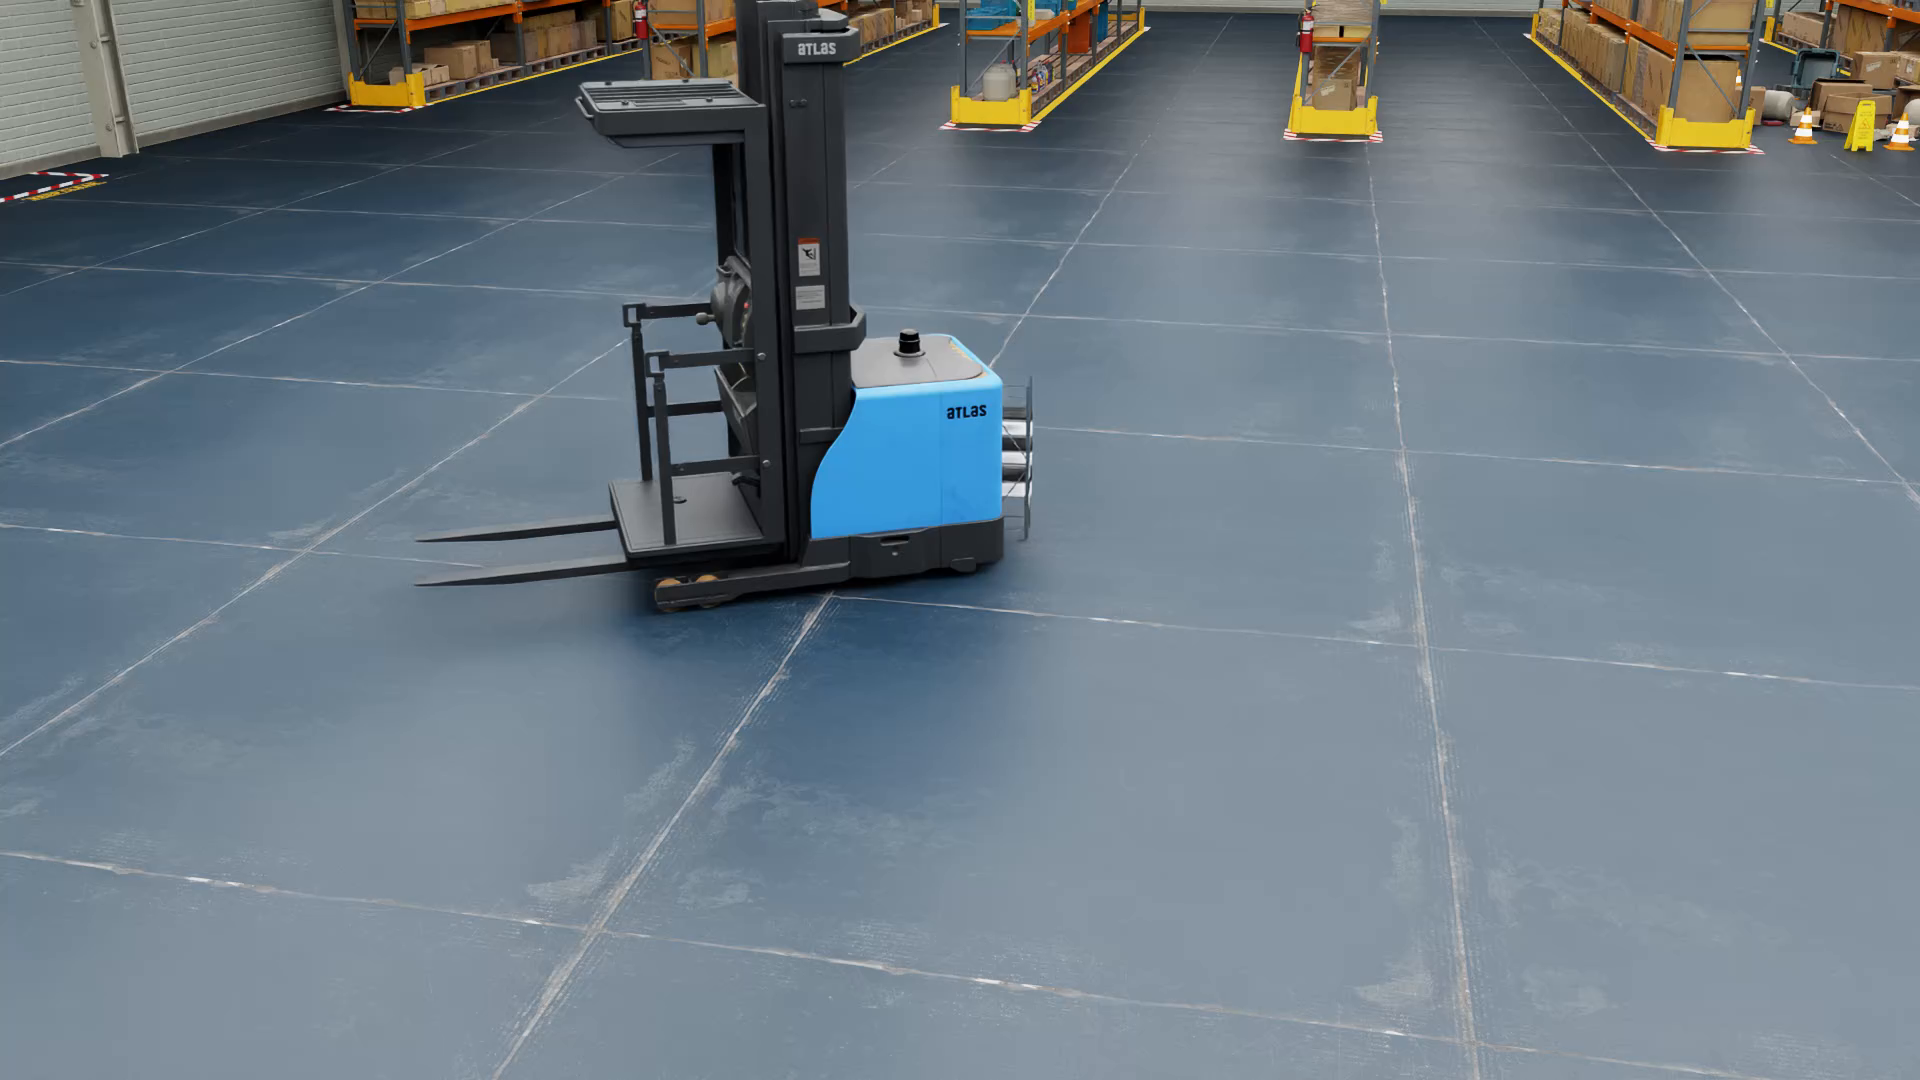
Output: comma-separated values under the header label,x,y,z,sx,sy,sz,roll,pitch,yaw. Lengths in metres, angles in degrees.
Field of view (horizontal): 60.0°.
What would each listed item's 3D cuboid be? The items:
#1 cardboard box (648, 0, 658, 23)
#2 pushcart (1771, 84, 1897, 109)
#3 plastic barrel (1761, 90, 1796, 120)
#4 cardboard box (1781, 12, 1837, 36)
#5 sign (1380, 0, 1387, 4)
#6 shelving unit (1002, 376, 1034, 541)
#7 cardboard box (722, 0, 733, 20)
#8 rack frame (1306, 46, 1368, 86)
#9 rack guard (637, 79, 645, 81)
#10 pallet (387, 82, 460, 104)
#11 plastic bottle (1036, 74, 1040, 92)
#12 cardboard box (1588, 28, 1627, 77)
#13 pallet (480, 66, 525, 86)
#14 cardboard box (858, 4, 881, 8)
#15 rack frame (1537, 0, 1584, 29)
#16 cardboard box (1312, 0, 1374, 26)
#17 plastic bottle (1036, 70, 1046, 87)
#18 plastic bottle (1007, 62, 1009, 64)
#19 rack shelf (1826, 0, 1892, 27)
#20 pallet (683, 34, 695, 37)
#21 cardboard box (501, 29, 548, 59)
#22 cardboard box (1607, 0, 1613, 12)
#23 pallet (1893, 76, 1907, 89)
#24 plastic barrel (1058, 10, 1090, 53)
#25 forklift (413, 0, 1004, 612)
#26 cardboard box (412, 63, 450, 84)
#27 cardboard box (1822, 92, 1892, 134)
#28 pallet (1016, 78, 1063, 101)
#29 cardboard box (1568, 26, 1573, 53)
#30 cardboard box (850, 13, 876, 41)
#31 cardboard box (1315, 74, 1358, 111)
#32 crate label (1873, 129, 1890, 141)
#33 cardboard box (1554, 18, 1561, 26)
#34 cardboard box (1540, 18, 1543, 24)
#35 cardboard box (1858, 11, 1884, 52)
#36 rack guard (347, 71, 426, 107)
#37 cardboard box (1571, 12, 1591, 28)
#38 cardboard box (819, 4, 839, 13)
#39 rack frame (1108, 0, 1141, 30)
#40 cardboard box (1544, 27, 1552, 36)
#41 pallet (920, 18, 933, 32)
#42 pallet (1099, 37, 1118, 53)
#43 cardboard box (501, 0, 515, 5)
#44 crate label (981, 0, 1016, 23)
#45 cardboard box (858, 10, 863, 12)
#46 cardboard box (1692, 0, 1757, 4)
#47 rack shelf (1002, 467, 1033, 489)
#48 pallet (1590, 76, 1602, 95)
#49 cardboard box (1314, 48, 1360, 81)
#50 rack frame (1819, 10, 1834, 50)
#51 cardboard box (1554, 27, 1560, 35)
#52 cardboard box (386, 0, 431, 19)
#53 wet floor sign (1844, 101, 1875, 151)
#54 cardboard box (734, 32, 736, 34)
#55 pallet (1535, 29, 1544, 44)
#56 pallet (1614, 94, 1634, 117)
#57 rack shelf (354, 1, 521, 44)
label,x,y,z,sx,sy,sz,roll,pitch,yaw
cardboard box,-6.940,-11.380,35.911,0.750,0.750,0.750,5,23,13
pushcart,13.618,-6.881,25.934,1.648,0.377,0.936,-3,22,-8
plastic barrel,12.264,-6.555,25.064,0.421,0.421,0.512,-16,27,-35
cardboard box,18.272,-11.088,35.737,0.875,0.438,0.875,4,22,9
sign,5.873,-7.595,23.037,0.100,0.325,0.005,4,22,11
shelving unit,0.274,-0.457,9.284,0.258,0.900,0.210,2,22,6
cardboard box,-4.038,-8.581,26.510,0.700,0.500,0.500,5,22,11
rack frame,6.158,-8.697,26.933,1.000,3.000,0.127,4,22,11
rack guard,-4.360,-6.823,25.625,1.175,0.500,0.348,4,22,11
pallet,-8.989,-7.396,27.435,1.003,0.211,1.213,4,22,11
plastic bottle,1.233,-7.277,26.453,0.061,0.283,0.133,5,22,12
cardboard box,11.422,-8.360,28.547,1.050,0.750,0.750,5,22,12
pallet,-8.491,-8.288,29.651,1.003,0.211,1.213,4,22,11
cardboard box,-2.068,-11.654,37.032,0.500,0.500,0.500,4,22,11
rack frame,13.442,-12.671,36.800,1.000,3.000,0.127,4,22,11
cardboard box,5.481,-7.618,23.721,0.875,0.500,0.500,4,22,11
plastic bottle,1.318,-7.511,27.044,0.152,0.276,0.135,5,22,12
plastic bottle,0.815,-7.930,28.092,0.097,0.271,0.097,0,22,0
rack shelf,17.084,-9.802,30.641,1.077,0.370,4.000,4,22,11
pallet,-6.525,-11.734,38.207,1.003,0.211,1.213,4,22,11
cardboard box,-8.199,-9.338,31.281,0.700,0.500,0.500,4,22,10
cardboard box,11.146,-9.095,27.788,0.500,0.500,0.500,4,22,10
pallet,16.515,-7.826,28.502,1.003,0.211,1.213,4,22,11
plastic barrel,2.209,-9.906,32.278,0.600,0.830,0.708,4,22,11
forklift,-1.340,-1.212,8.440,3.031,2.935,1.130,-6,23,-15
cardboard box,-8.860,-7.779,27.663,0.500,0.311,0.500,6,23,15
cardboard box,12.924,-6.156,23.966,0.797,0.503,0.637,-11,25,-26
pallet,1.132,-7.539,27.790,1.003,0.211,1.213,4,22,11
cardboard box,12.015,-9.607,31.976,0.500,0.500,0.500,5,22,12
cardboard box,-2.040,-10.672,34.594,0.500,0.500,0.500,4,22,9
cardboard box,5.486,-6.497,24.254,0.500,0.500,0.500,9,24,21
crate label,12.812,-5.659,23.222,0.250,0.136,0.298,-7,23,-17
cardboard box,12.501,-10.694,34.350,0.380,0.149,0.250,4,22,10
cardboard box,12.973,-11.413,36.533,0.380,0.149,0.250,4,22,11
cardboard box,17.084,-9.186,30.429,0.875,0.875,0.875,5,22,12
rack guard,-9.190,-7.235,26.650,1.175,0.500,0.348,4,22,11
cardboard box,12.002,-9.960,31.849,0.500,0.250,0.500,5,23,13
cardboard box,-2.754,-10.690,33.635,0.500,0.250,0.500,5,23,13
rack frame,3.758,-13.463,38.768,1.000,3.000,0.127,4,22,11
cardboard box,12.750,-10.913,35.688,0.380,0.149,0.250,3,22,8
pallet,-1.267,-12.229,39.437,1.003,0.211,1.213,4,22,11
pallet,2.744,-10.428,34.964,1.003,0.211,1.213,4,22,11
cardboard box,-8.189,-9.573,29.283,0.500,0.250,0.500,5,22,11
crate label,0.604,-8.322,25.955,0.502,0.435,0.616,4,22,11
cardboard box,-2.342,-11.070,35.582,0.500,0.500,0.500,5,22,12
cardboard box,10.291,-7.523,22.370,0.875,0.550,0.550,4,22,11
rack shelf,0.274,-0.343,9.330,0.258,0.077,0.200,2,22,6
pallet,11.324,-7.724,28.250,1.003,0.211,1.213,4,22,11
cardboard box,6.305,-7.965,27.872,0.700,0.500,0.500,3,22,7
rack frame,17.492,-10.868,32.322,1.000,3.000,0.127,4,22,11
cardboard box,12.422,-10.458,34.160,0.380,0.149,0.250,3,22,8
cardboard box,-8.795,-8.461,26.521,0.500,0.250,0.500,4,22,9
wet floor sign,12.110,-5.566,22.309,0.267,0.644,0.232,1,22,2
cardboard box,-3.533,-8.353,28.193,0.500,0.500,0.500,4,22,11
pallet,13.226,-11.055,36.521,1.003,0.211,1.213,4,22,11
pallet,10.762,-6.717,25.748,1.003,0.211,1.213,4,22,11
rack shelf,-8.797,-8.765,28.064,1.077,0.370,4.000,4,22,11
